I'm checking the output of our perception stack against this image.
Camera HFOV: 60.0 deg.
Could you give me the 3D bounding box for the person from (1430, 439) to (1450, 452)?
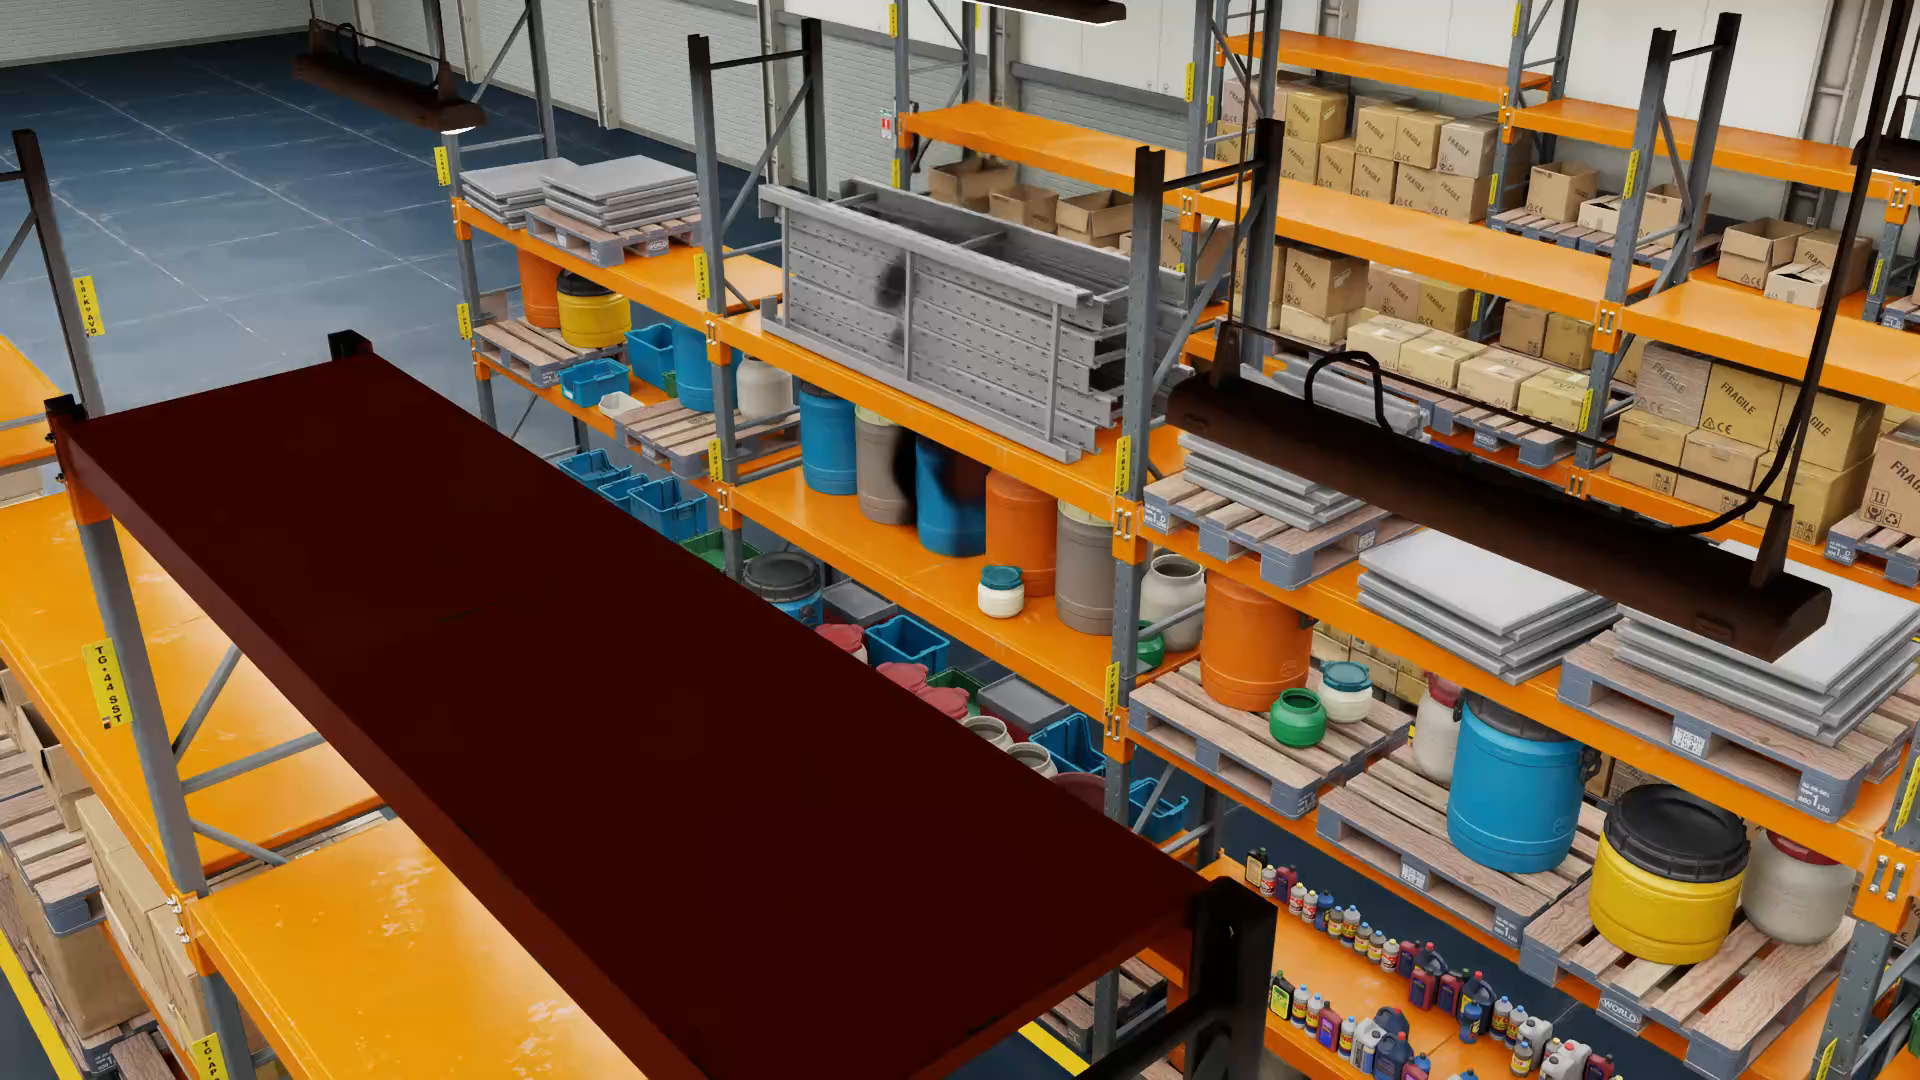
[{"bbox_3d":[4.602,-0.467,16.661,0.924,1.619,0.567,24,36,39],"label":"person"}]
